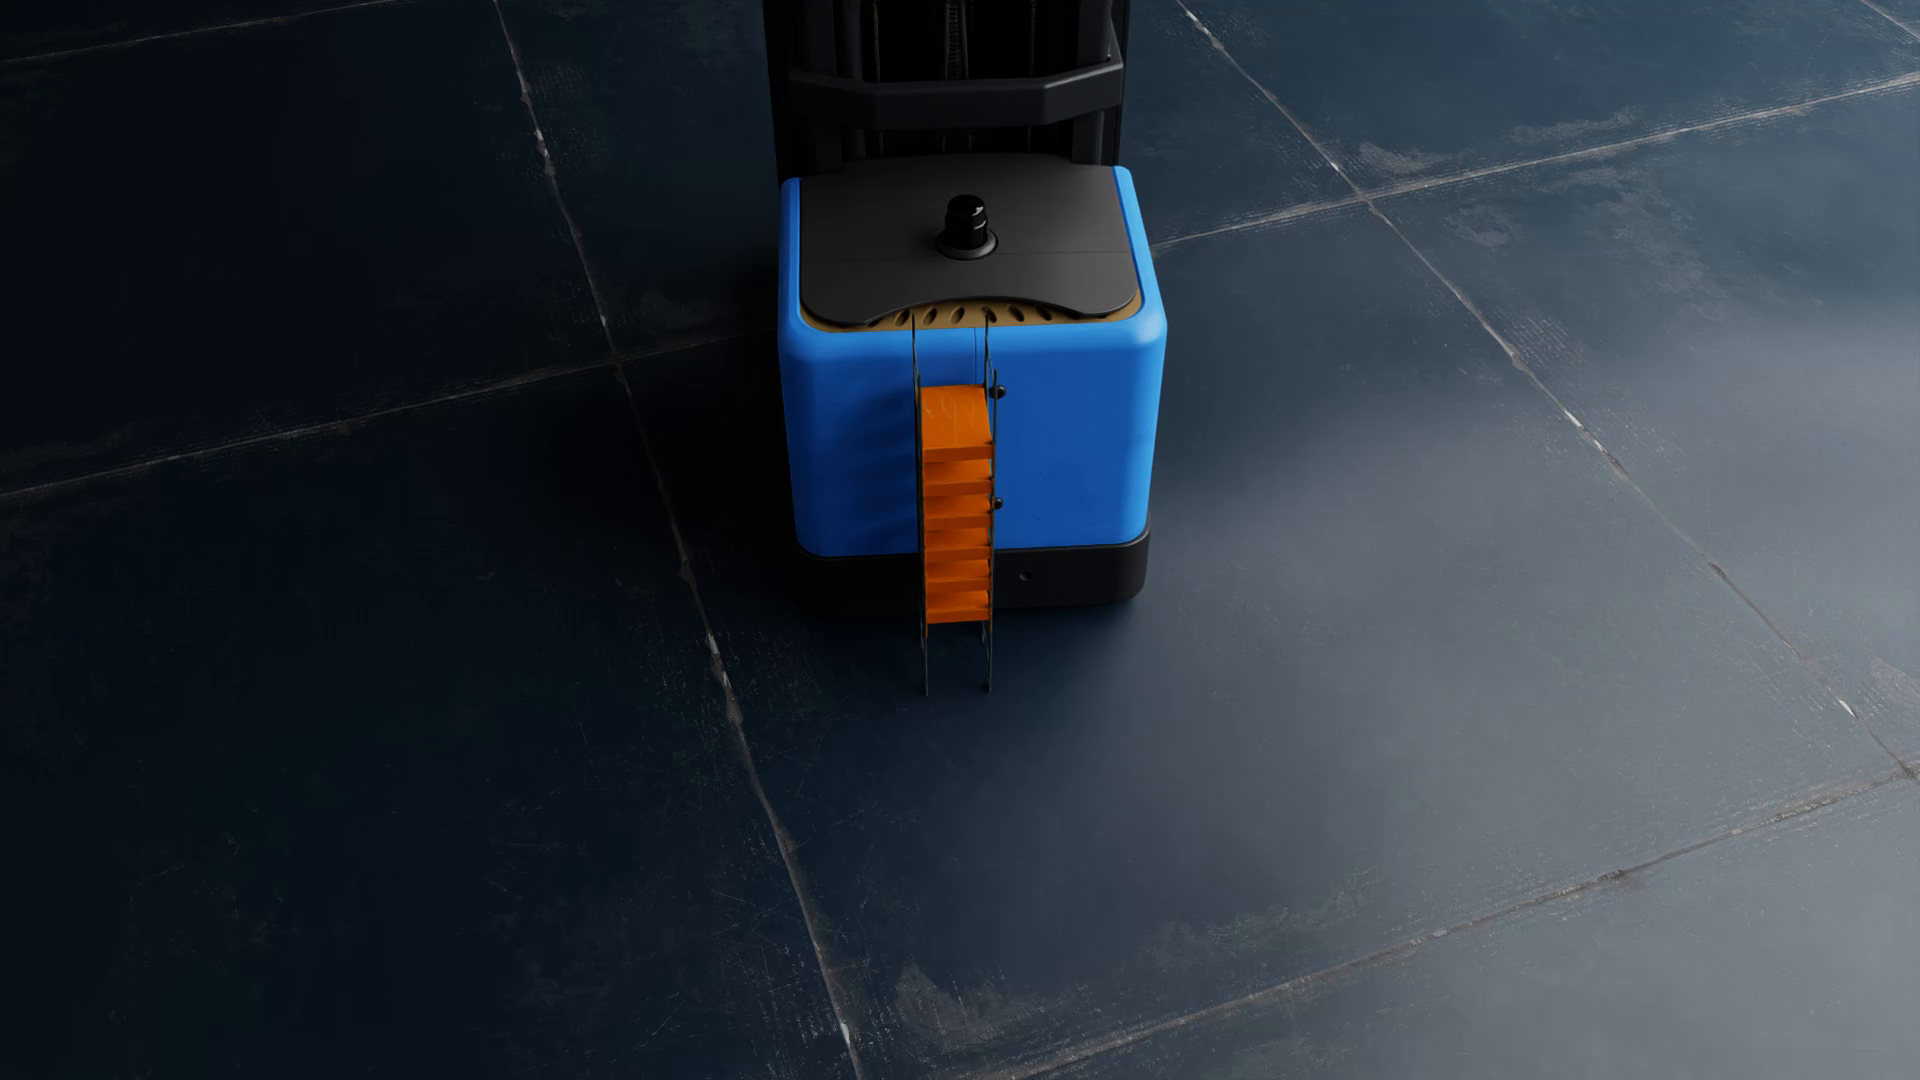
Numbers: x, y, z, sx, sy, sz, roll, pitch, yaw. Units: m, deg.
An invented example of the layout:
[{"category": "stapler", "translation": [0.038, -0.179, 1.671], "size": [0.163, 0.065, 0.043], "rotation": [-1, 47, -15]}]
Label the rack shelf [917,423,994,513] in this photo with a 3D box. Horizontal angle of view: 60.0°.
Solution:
[{"category": "rack shelf", "translation": [-0.015, -0.198, 4.324], "size": [0.180, 0.103, 0.258], "rotation": [-4, 45, -4]}]

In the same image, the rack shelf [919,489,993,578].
[{"category": "rack shelf", "translation": [-0.015, -0.028, 4.494], "size": [0.180, 0.103, 0.258], "rotation": [-4, 45, -4]}]

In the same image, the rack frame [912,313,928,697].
[{"category": "rack frame", "translation": [-0.106, -0.054, 4.457], "size": [0.006, 1.200, 0.240], "rotation": [-4, 45, -4]}]

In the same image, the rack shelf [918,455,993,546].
[{"category": "rack shelf", "translation": [-0.015, -0.113, 4.409], "size": [0.180, 0.103, 0.258], "rotation": [-4, 45, -4]}]

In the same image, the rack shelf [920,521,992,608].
[{"category": "rack shelf", "translation": [-0.015, 0.056, 4.579], "size": [0.180, 0.103, 0.258], "rotation": [-4, 45, -4]}]

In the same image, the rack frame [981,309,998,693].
[{"category": "rack frame", "translation": [0.076, -0.065, 4.468], "size": [0.006, 1.200, 0.240], "rotation": [-4, 45, -4]}]

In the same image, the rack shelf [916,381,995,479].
[{"category": "rack shelf", "translation": [-0.015, -0.282, 4.239], "size": [0.180, 0.103, 0.258], "rotation": [-4, 45, -4]}]

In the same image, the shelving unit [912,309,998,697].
[{"category": "shelving unit", "translation": [-0.015, -0.060, 4.462], "size": [0.189, 1.200, 0.258], "rotation": [-4, 45, -4]}]

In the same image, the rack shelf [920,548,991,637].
[{"category": "rack shelf", "translation": [-0.015, 0.141, 4.664], "size": [0.180, 0.103, 0.258], "rotation": [-4, 45, -4]}]

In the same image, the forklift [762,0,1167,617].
[{"category": "forklift", "translation": [-0.054, -1.846, 5.021], "size": [1.130, 2.935, 3.031], "rotation": [-3, 45, -3]}]
